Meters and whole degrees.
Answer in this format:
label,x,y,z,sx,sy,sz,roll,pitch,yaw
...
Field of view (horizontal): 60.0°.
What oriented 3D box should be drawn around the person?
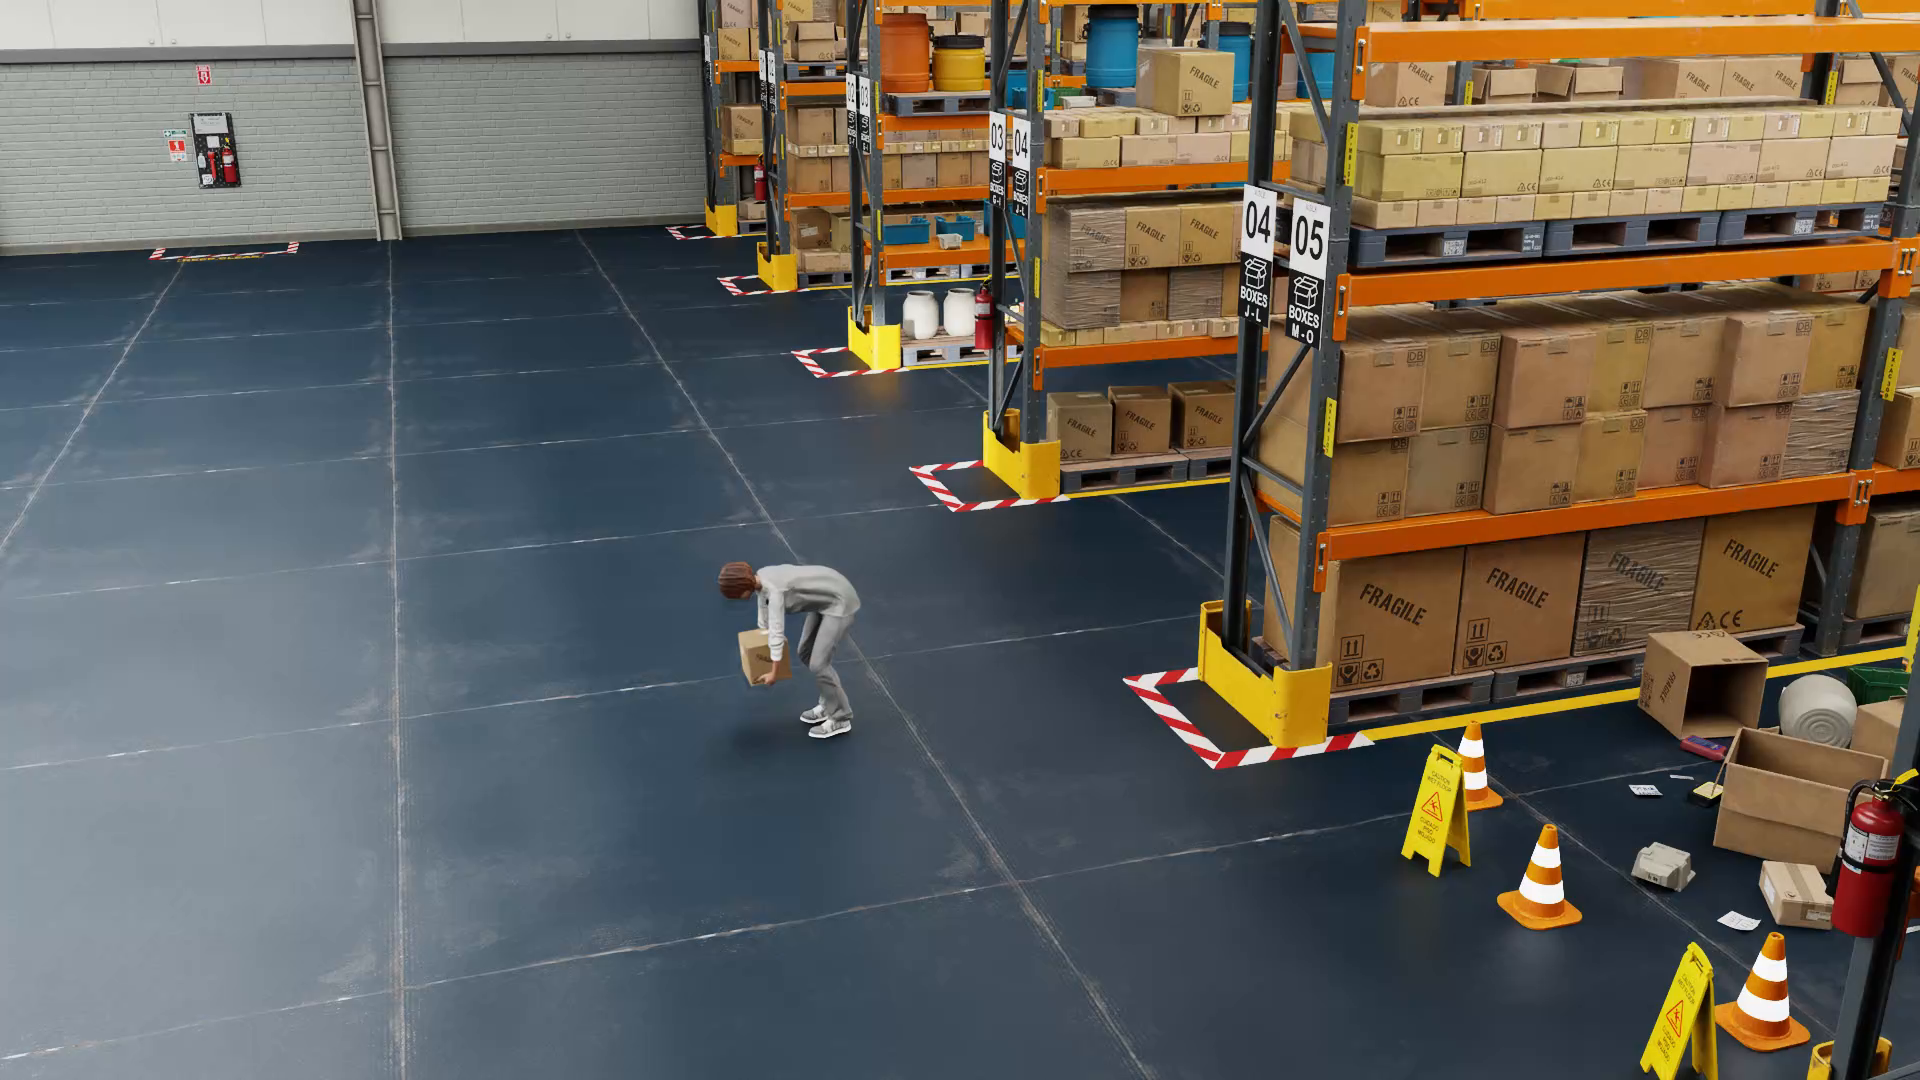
label,x,y,z,sx,sy,sz,roll,pitch,yaw
person,-1.014,0.638,9.982,0.848,1.136,0.385,-7,21,-19
